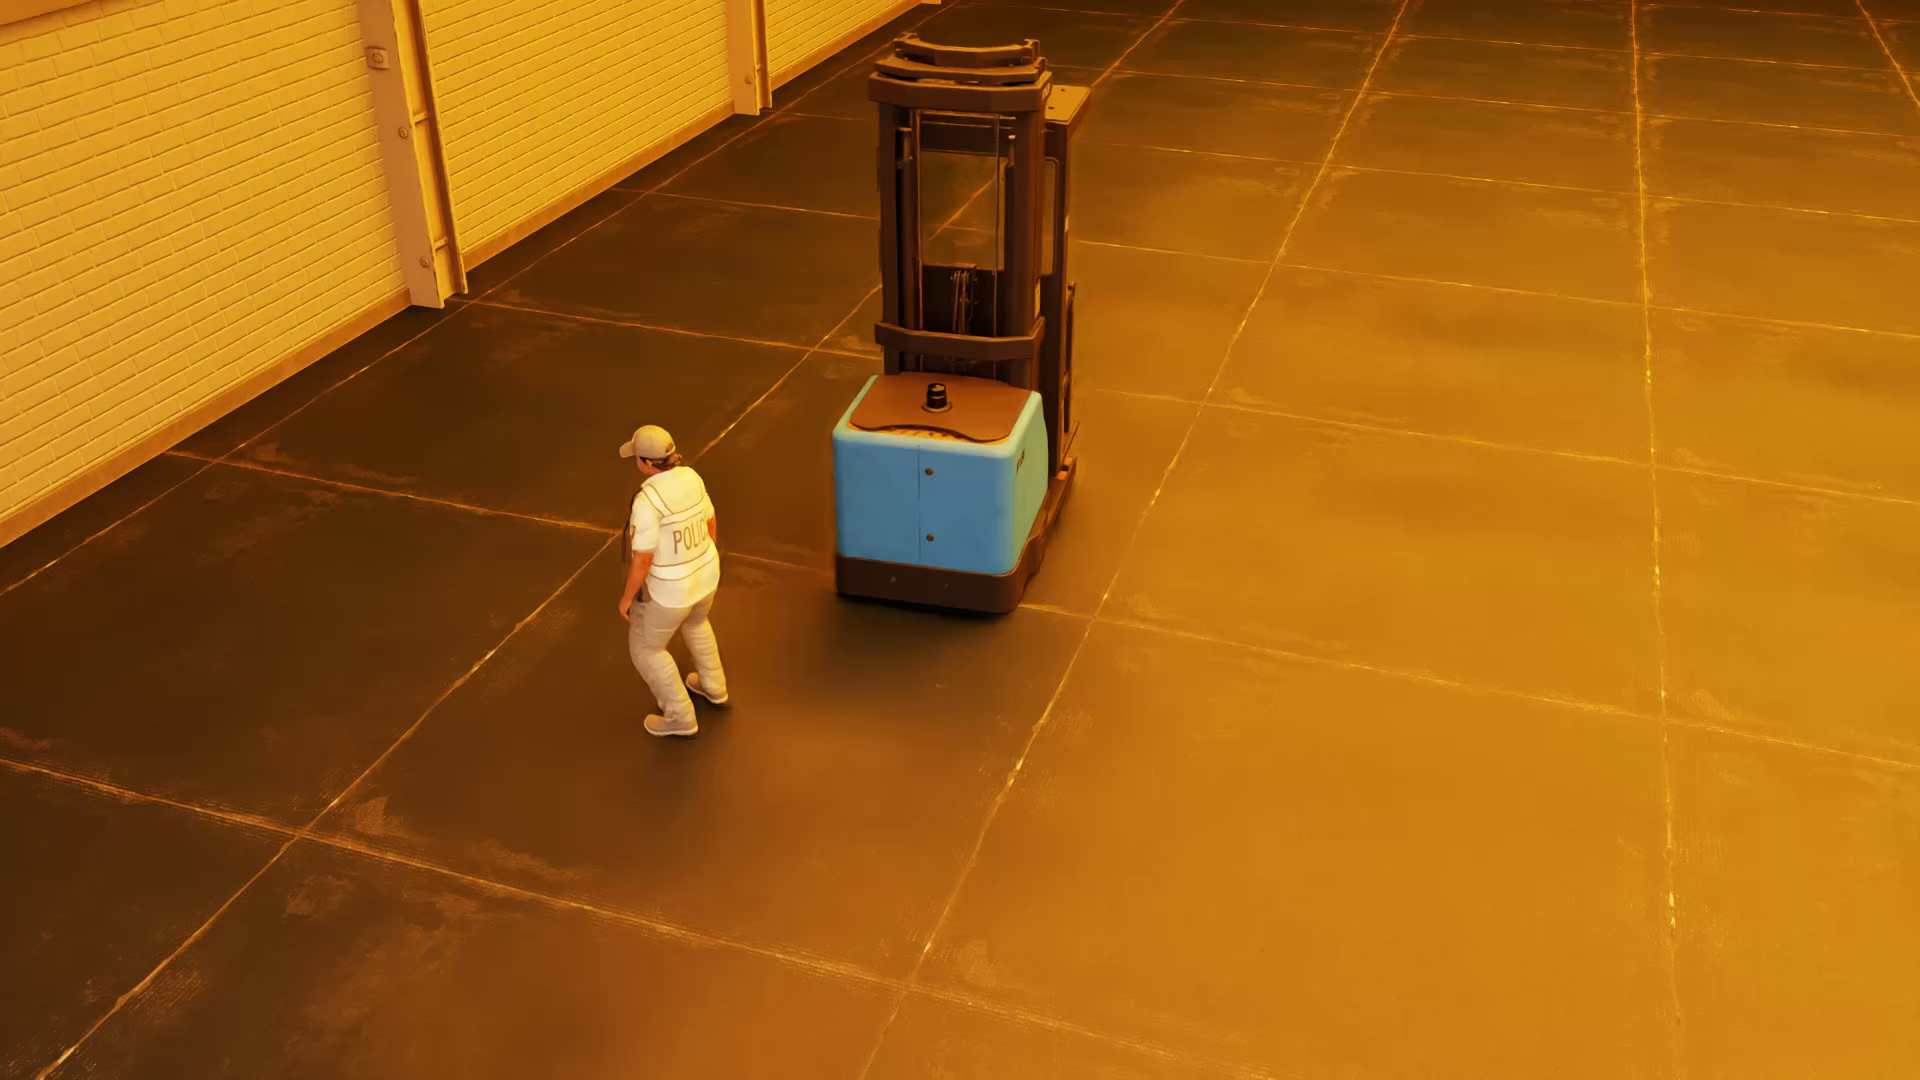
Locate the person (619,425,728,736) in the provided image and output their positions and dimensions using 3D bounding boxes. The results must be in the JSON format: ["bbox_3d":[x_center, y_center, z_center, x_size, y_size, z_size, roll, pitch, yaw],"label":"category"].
[{"bbox_3d":[-1.396,0.192,8.110,0.427,1.638,0.603,17,34,27],"label":"person"}]

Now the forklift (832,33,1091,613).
[{"bbox_3d":[0.134,-1.583,9.914,1.130,2.935,3.031,7,30,12],"label":"forklift"}]
